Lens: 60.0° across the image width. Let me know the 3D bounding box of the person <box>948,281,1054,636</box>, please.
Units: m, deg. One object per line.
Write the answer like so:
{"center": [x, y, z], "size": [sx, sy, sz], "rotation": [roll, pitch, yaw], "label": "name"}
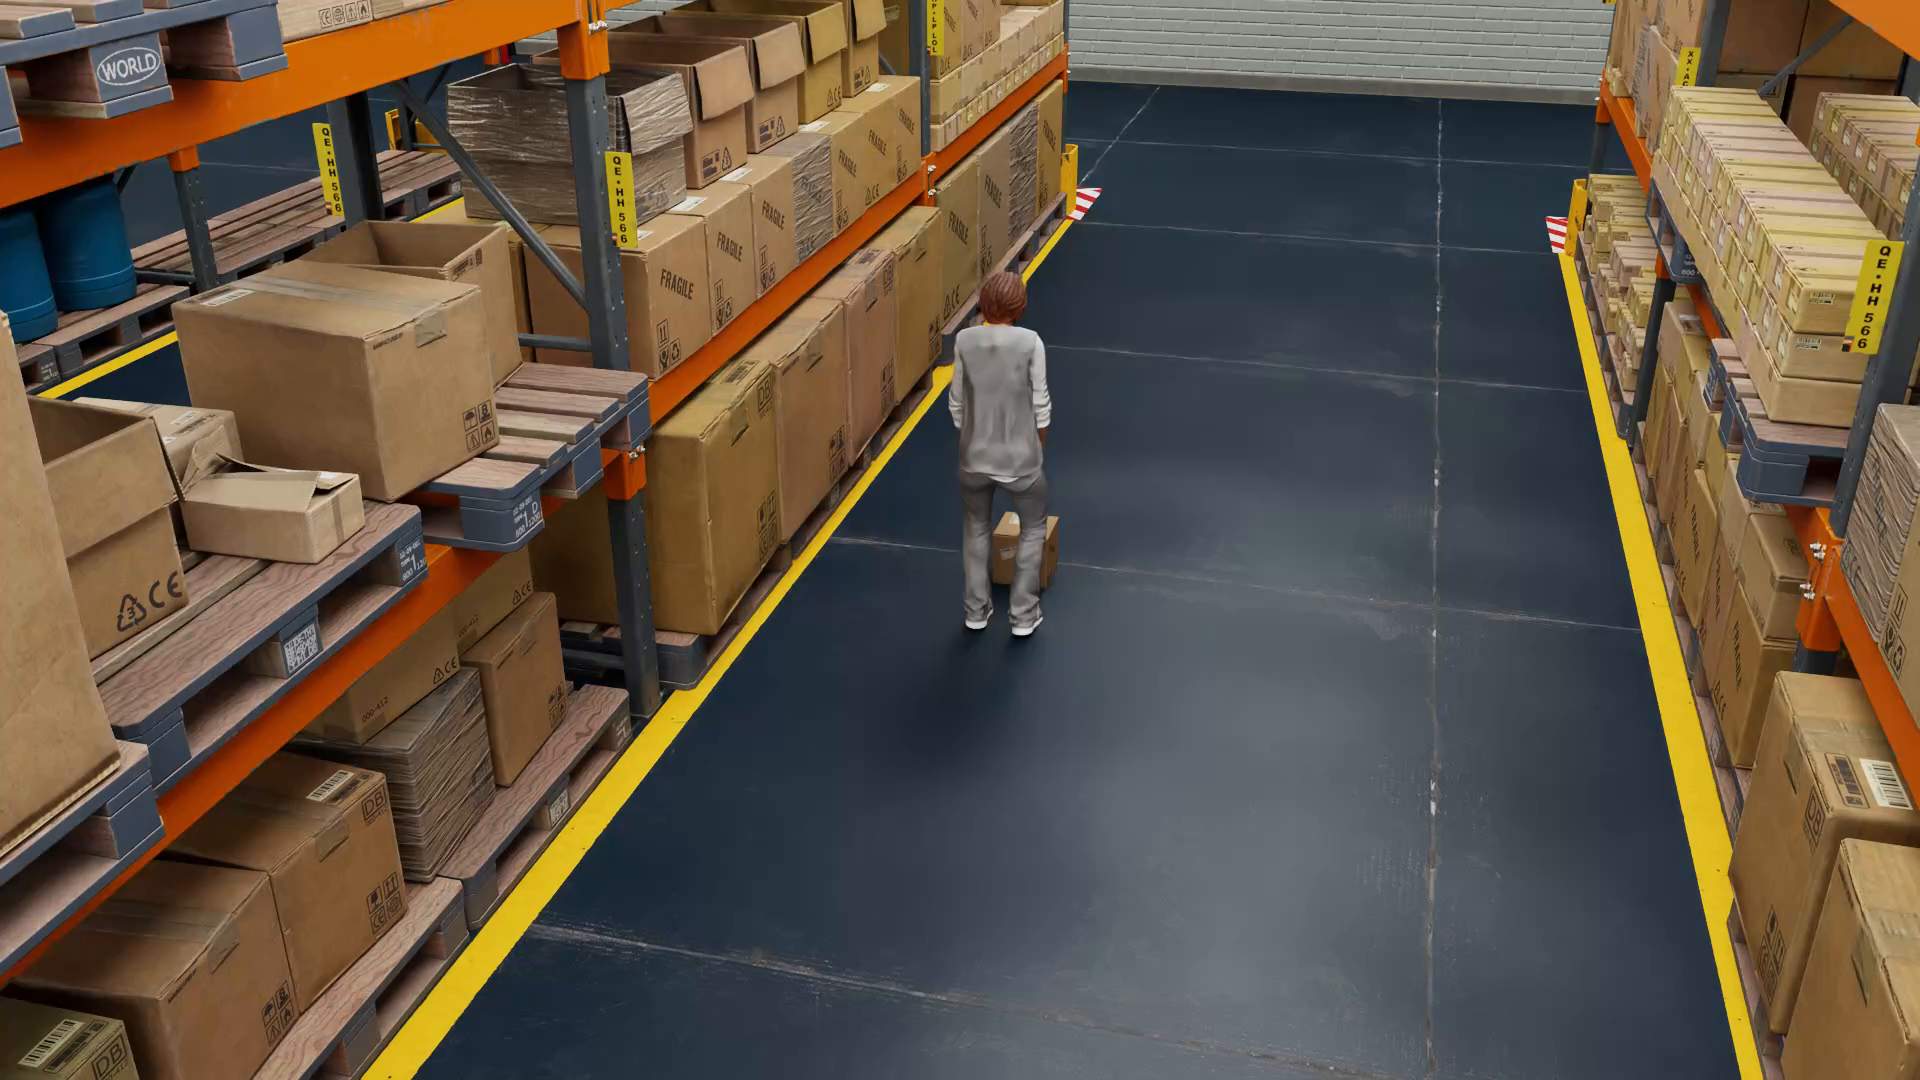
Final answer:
{"center": [0.156, -0.317, 6.926], "size": [0.447, 1.482, 0.497], "rotation": [7, 27, 14], "label": "person"}
